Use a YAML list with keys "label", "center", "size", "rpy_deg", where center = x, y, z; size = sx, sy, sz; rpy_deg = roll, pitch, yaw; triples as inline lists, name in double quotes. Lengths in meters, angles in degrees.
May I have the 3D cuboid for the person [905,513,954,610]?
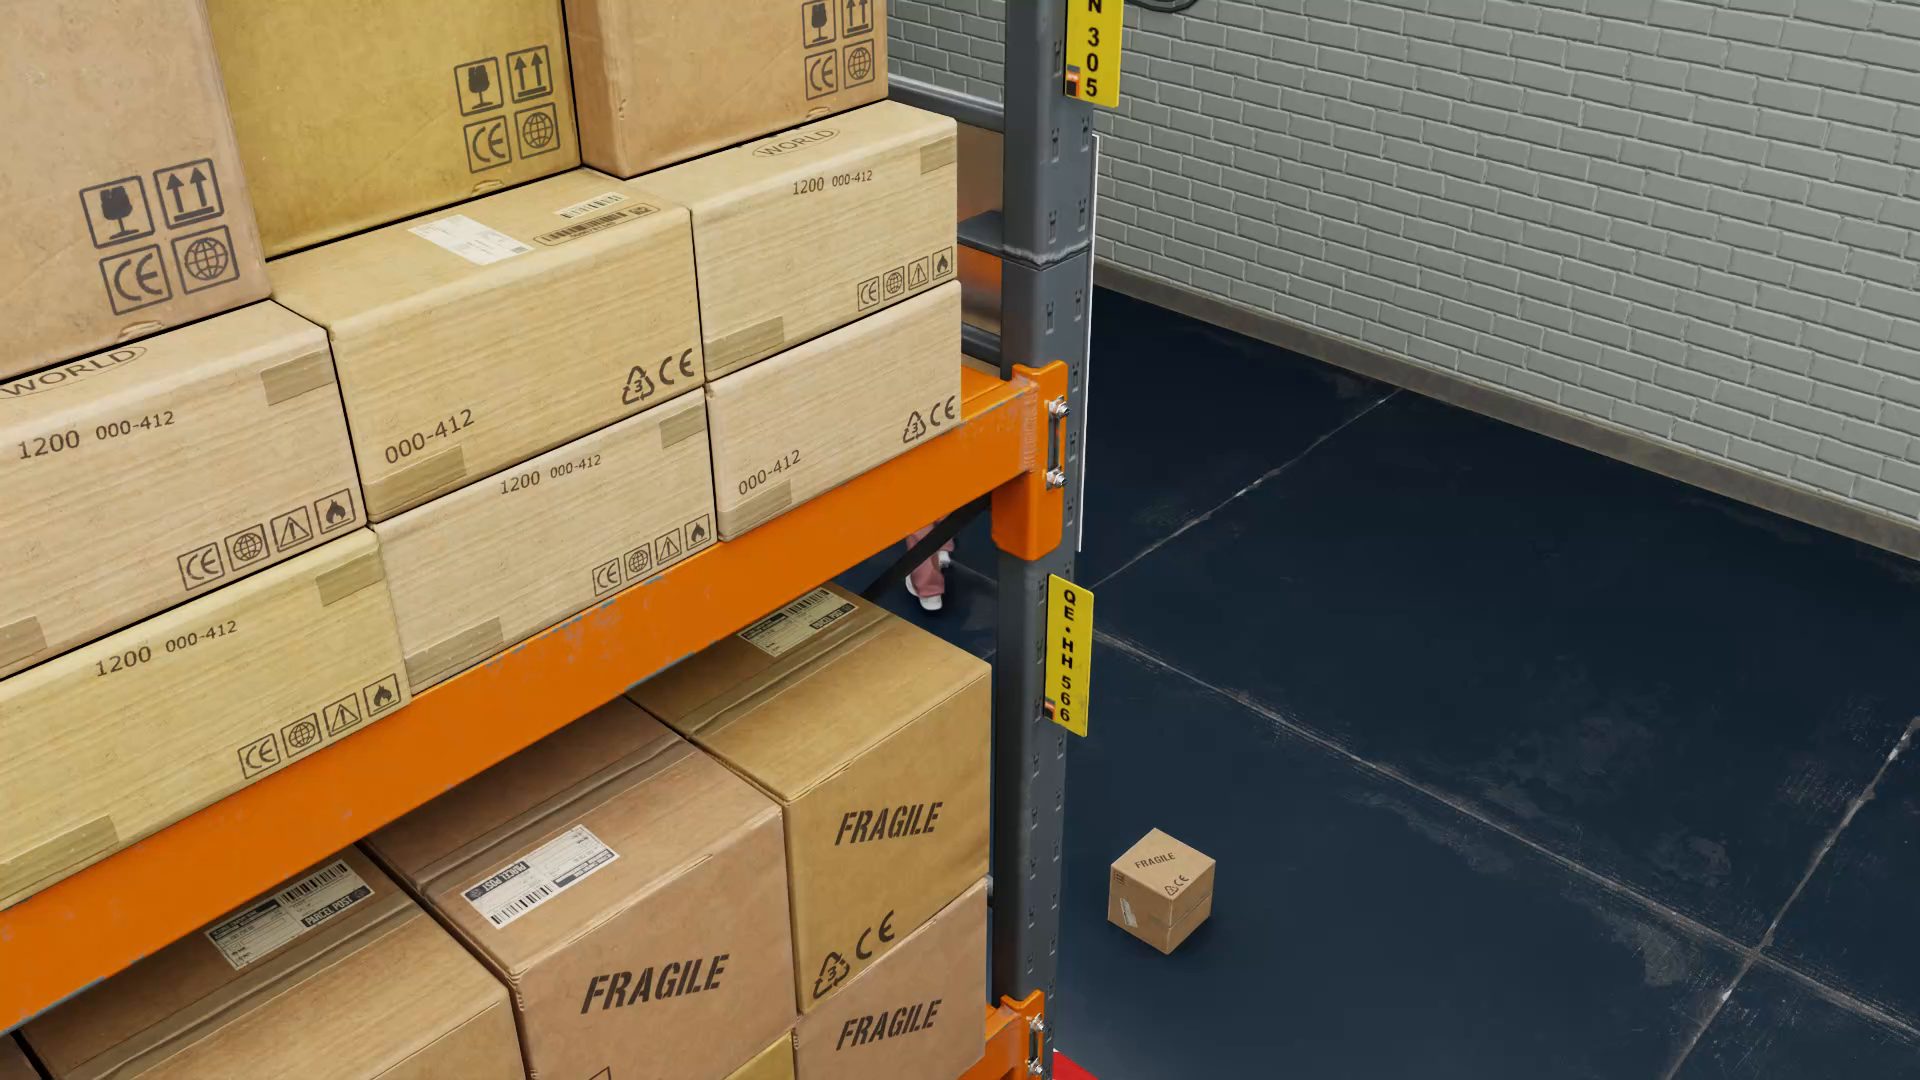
- label: "person"
  center: [-0.182, -0.488, 6.950]
  size: [0.445, 1.722, 0.500]
  rpy_deg: [-10, 33, -16]
